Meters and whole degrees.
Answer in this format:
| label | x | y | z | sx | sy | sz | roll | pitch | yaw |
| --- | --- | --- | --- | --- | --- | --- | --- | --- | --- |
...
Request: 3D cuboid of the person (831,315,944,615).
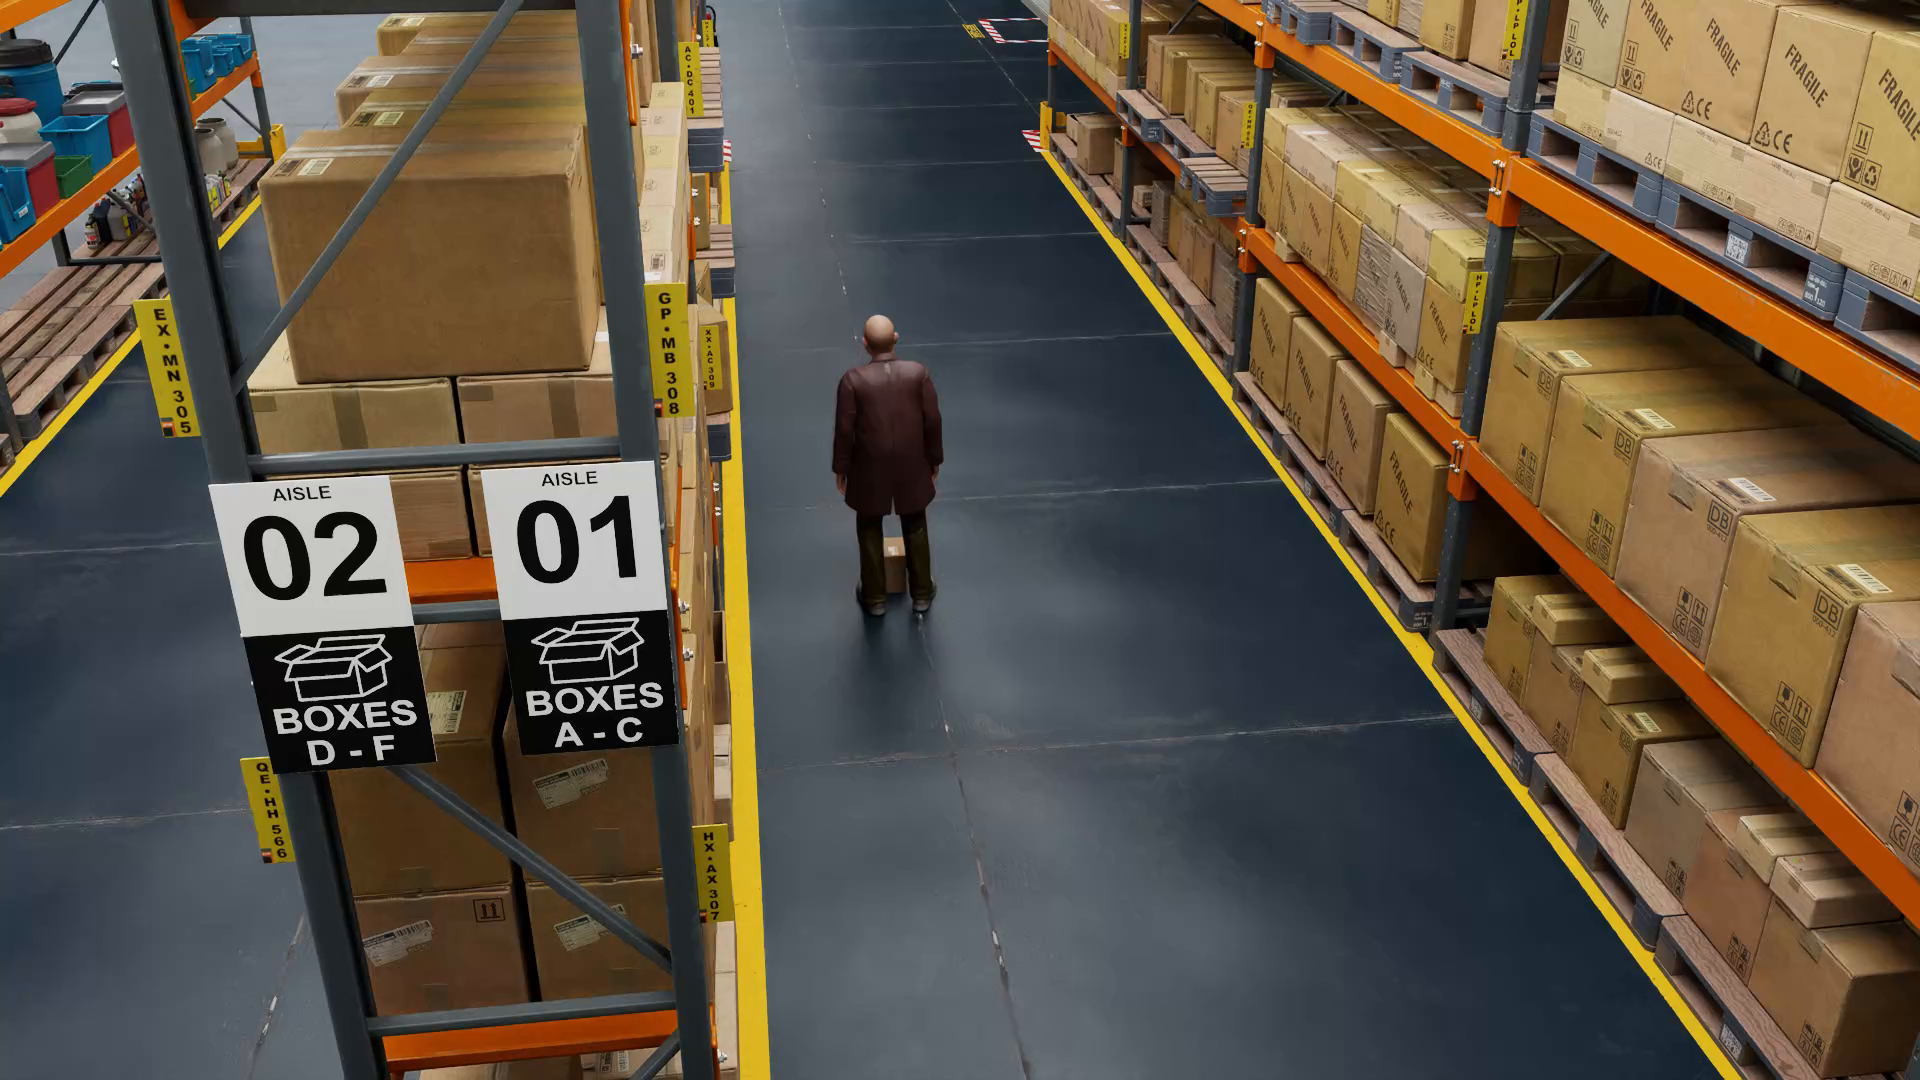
| label | x | y | z | sx | sy | sz | roll | pitch | yaw |
| --- | --- | --- | --- | --- | --- | --- | --- | --- | --- |
| person | -0.409 | -0.417 | 9.462 | 0.639 | 1.772 | 0.433 | -5 | 27 | -10 |
